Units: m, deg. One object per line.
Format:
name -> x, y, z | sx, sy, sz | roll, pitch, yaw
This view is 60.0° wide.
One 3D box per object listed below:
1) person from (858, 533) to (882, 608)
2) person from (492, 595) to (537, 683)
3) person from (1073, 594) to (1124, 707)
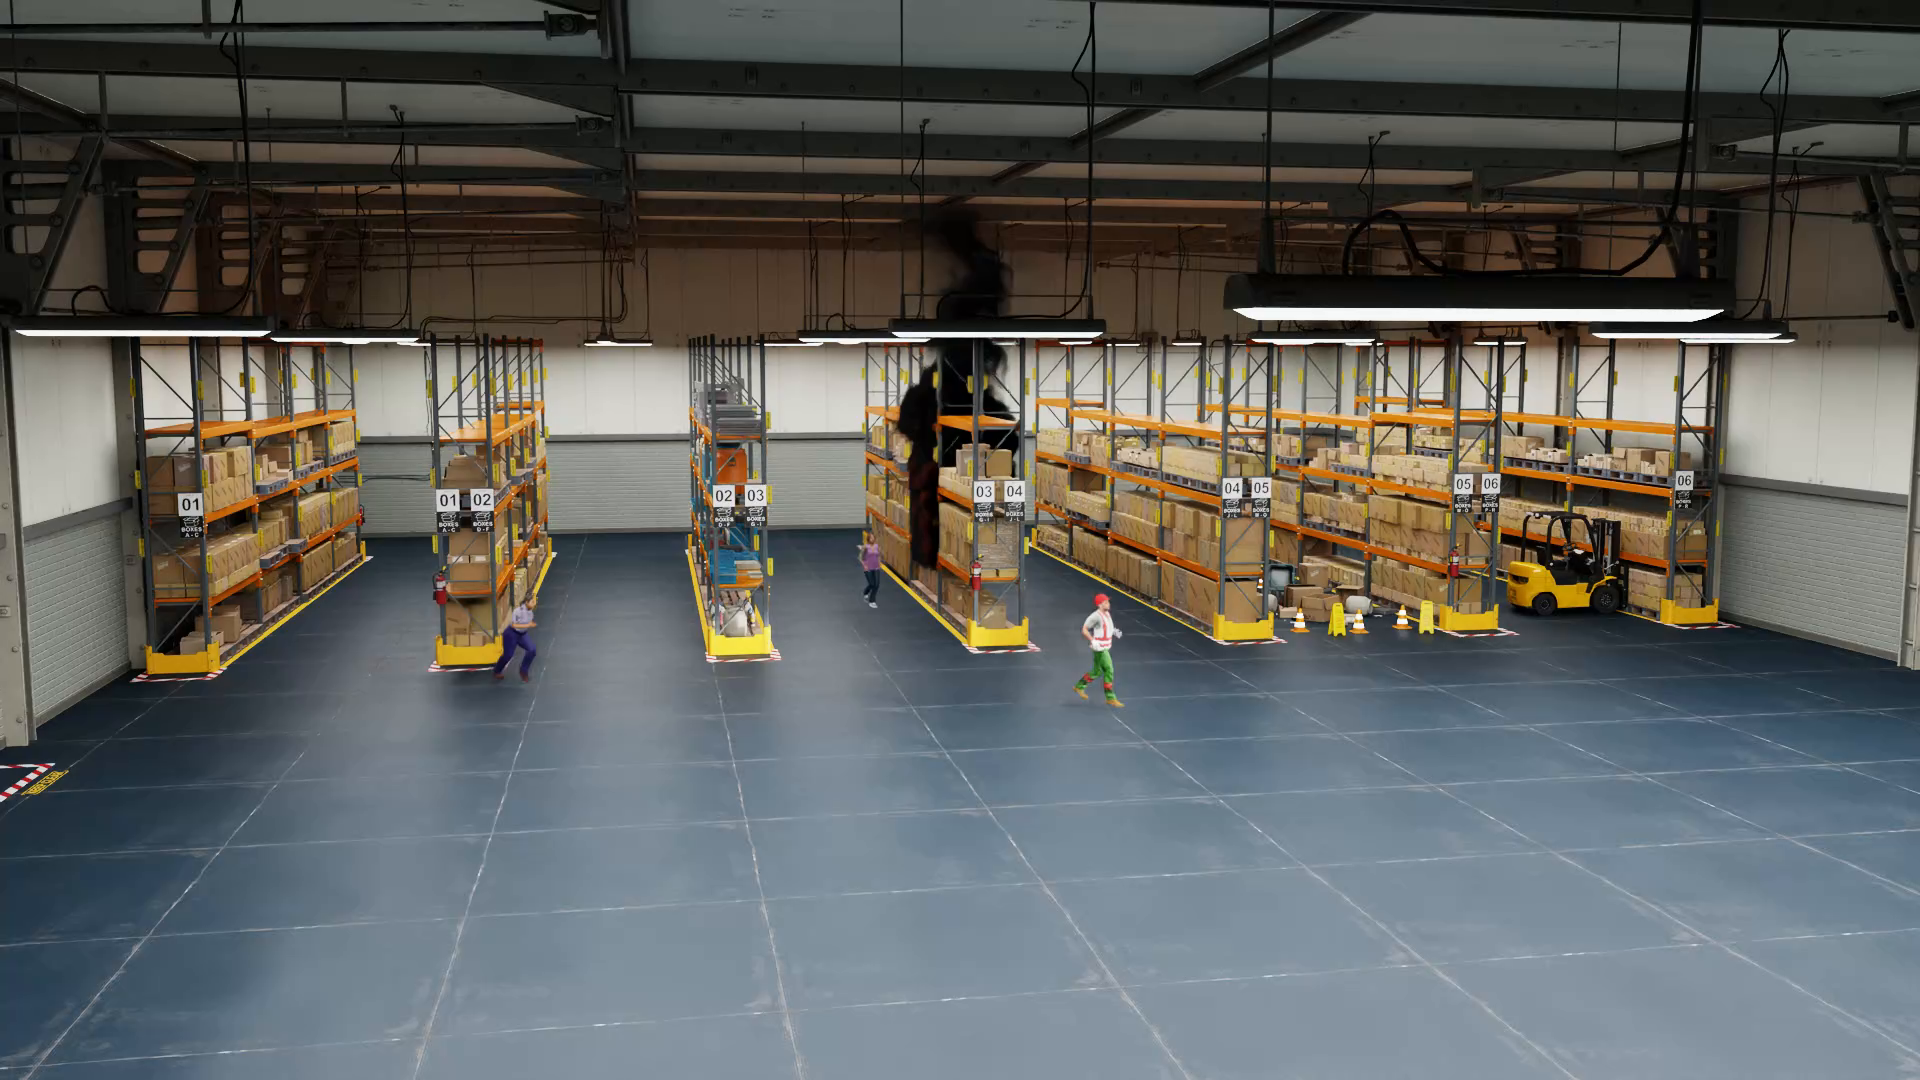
person -> -1.877, 0.634, 35.204 | 0.537, 1.570, 0.513 | -3, 7, -27
person -> -7.649, 1.704, 28.684 | 0.956, 1.581, 0.643 | 2, 7, 20
person -> 2.240, 1.750, 26.728 | 0.900, 1.796, 0.641 | 3, 7, 22
